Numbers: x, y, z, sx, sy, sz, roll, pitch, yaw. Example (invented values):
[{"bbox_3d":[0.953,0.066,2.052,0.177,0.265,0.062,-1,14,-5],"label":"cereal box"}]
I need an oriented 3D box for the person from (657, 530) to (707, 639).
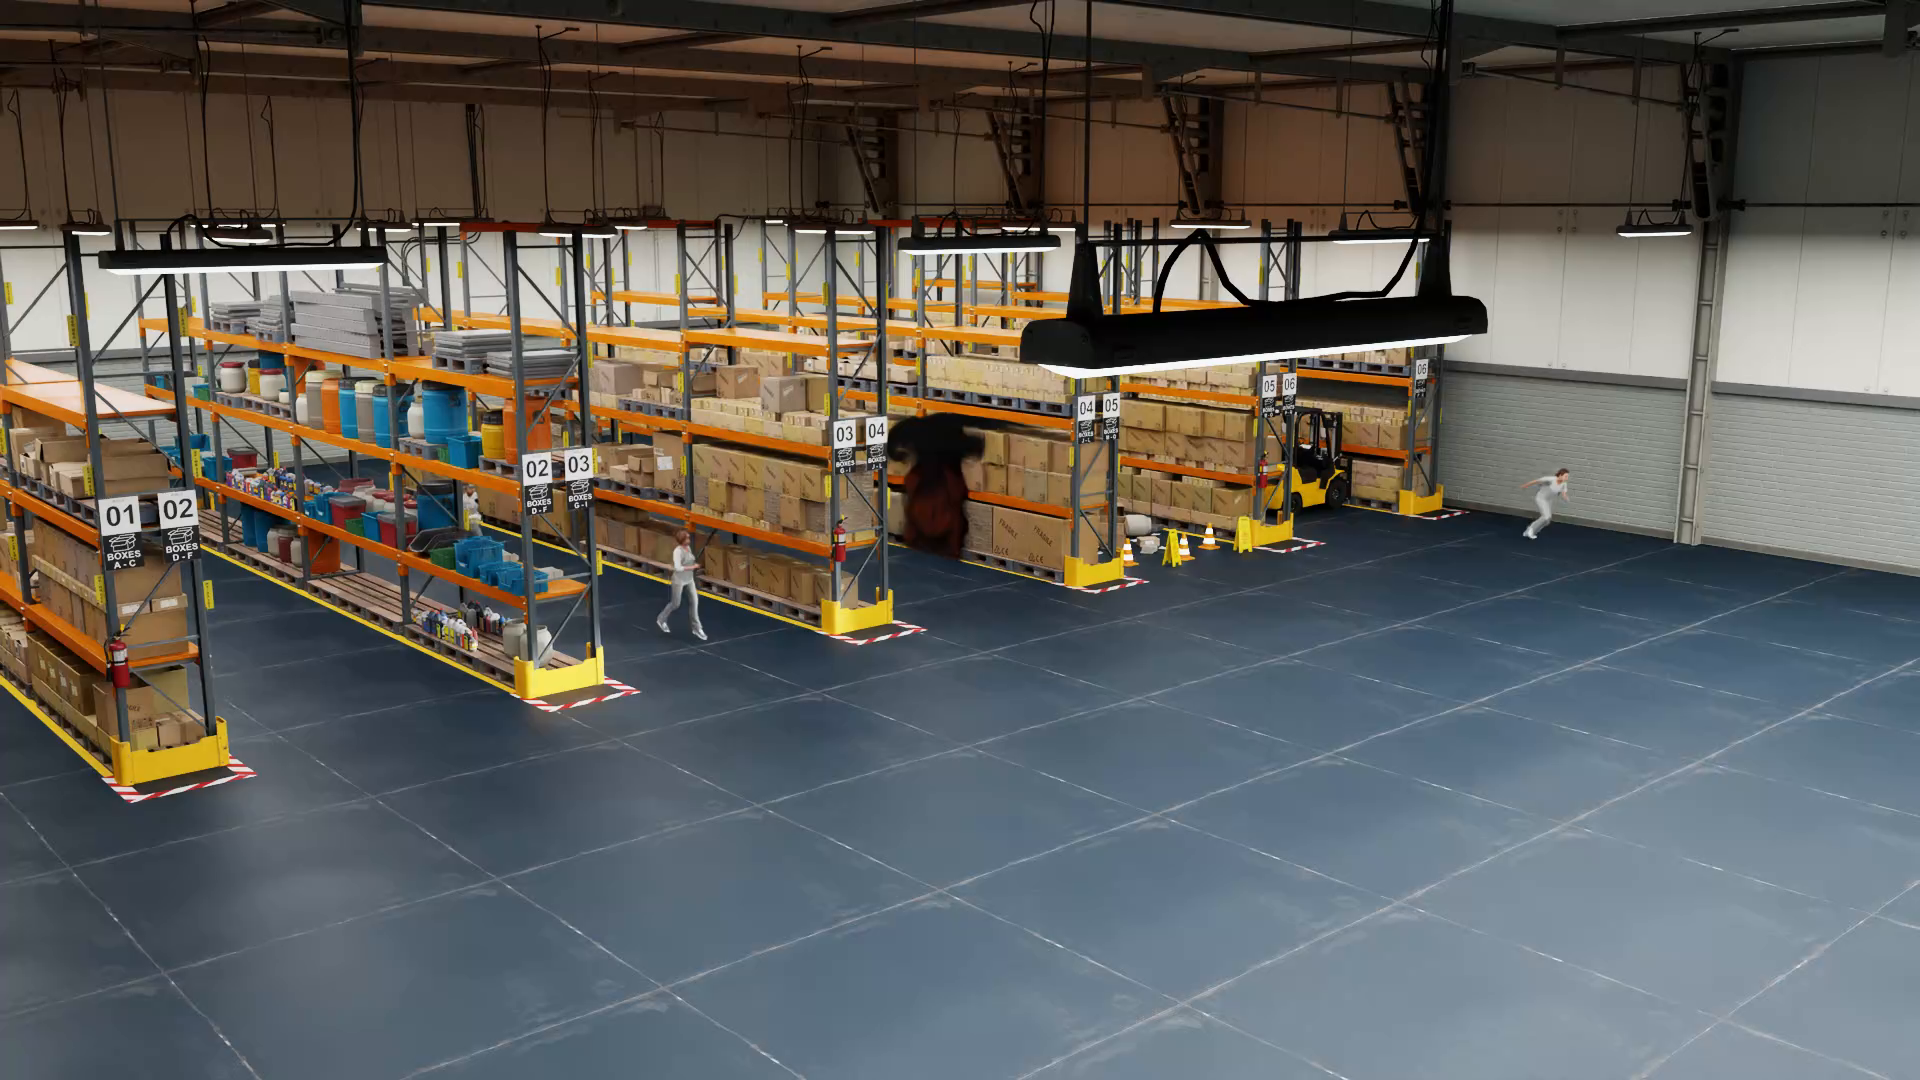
[{"bbox_3d":[-4.126,0.639,24.533,0.861,1.609,0.505,6,13,28],"label":"person"}]

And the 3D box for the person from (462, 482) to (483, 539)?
[{"bbox_3d":[-8.689,-0.307,29.408,0.784,1.573,0.609,8,14,33],"label":"person"}]

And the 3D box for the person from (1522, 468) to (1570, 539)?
[{"bbox_3d":[11.188,-0.685,31.603,0.548,1.423,0.937,-6,13,-26],"label":"person"}]

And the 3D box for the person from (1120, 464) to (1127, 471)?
[{"bbox_3d":[3.693,-1.782,36.357,0.825,1.777,0.642,8,14,35],"label":"person"}]
